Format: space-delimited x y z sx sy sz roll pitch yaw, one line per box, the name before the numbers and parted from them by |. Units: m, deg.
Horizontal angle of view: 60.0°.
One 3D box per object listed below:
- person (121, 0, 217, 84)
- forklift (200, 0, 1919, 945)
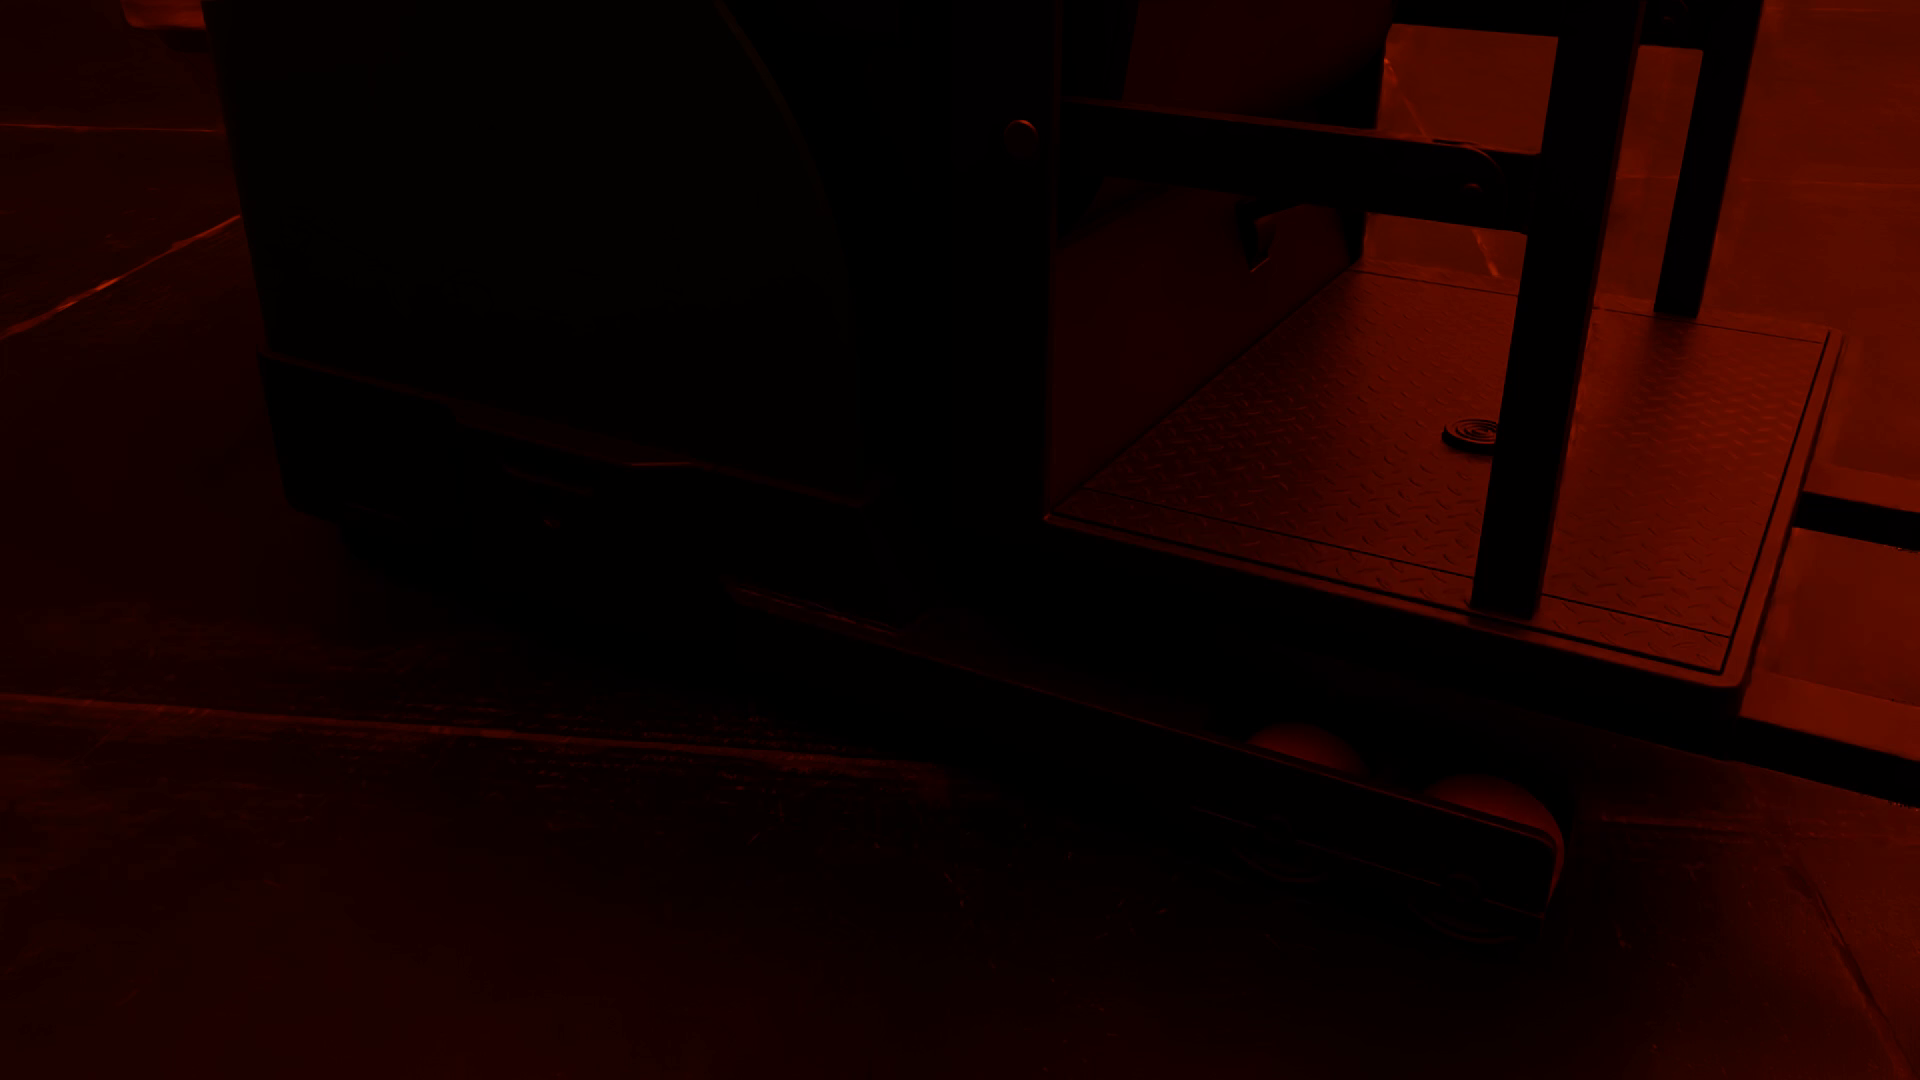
person | -1.297 -1.053 2.952 1.084 1.535 1.056 5 27 11
forklift | 0.529 -1.176 1.574 3.031 2.935 1.130 14 30 26
